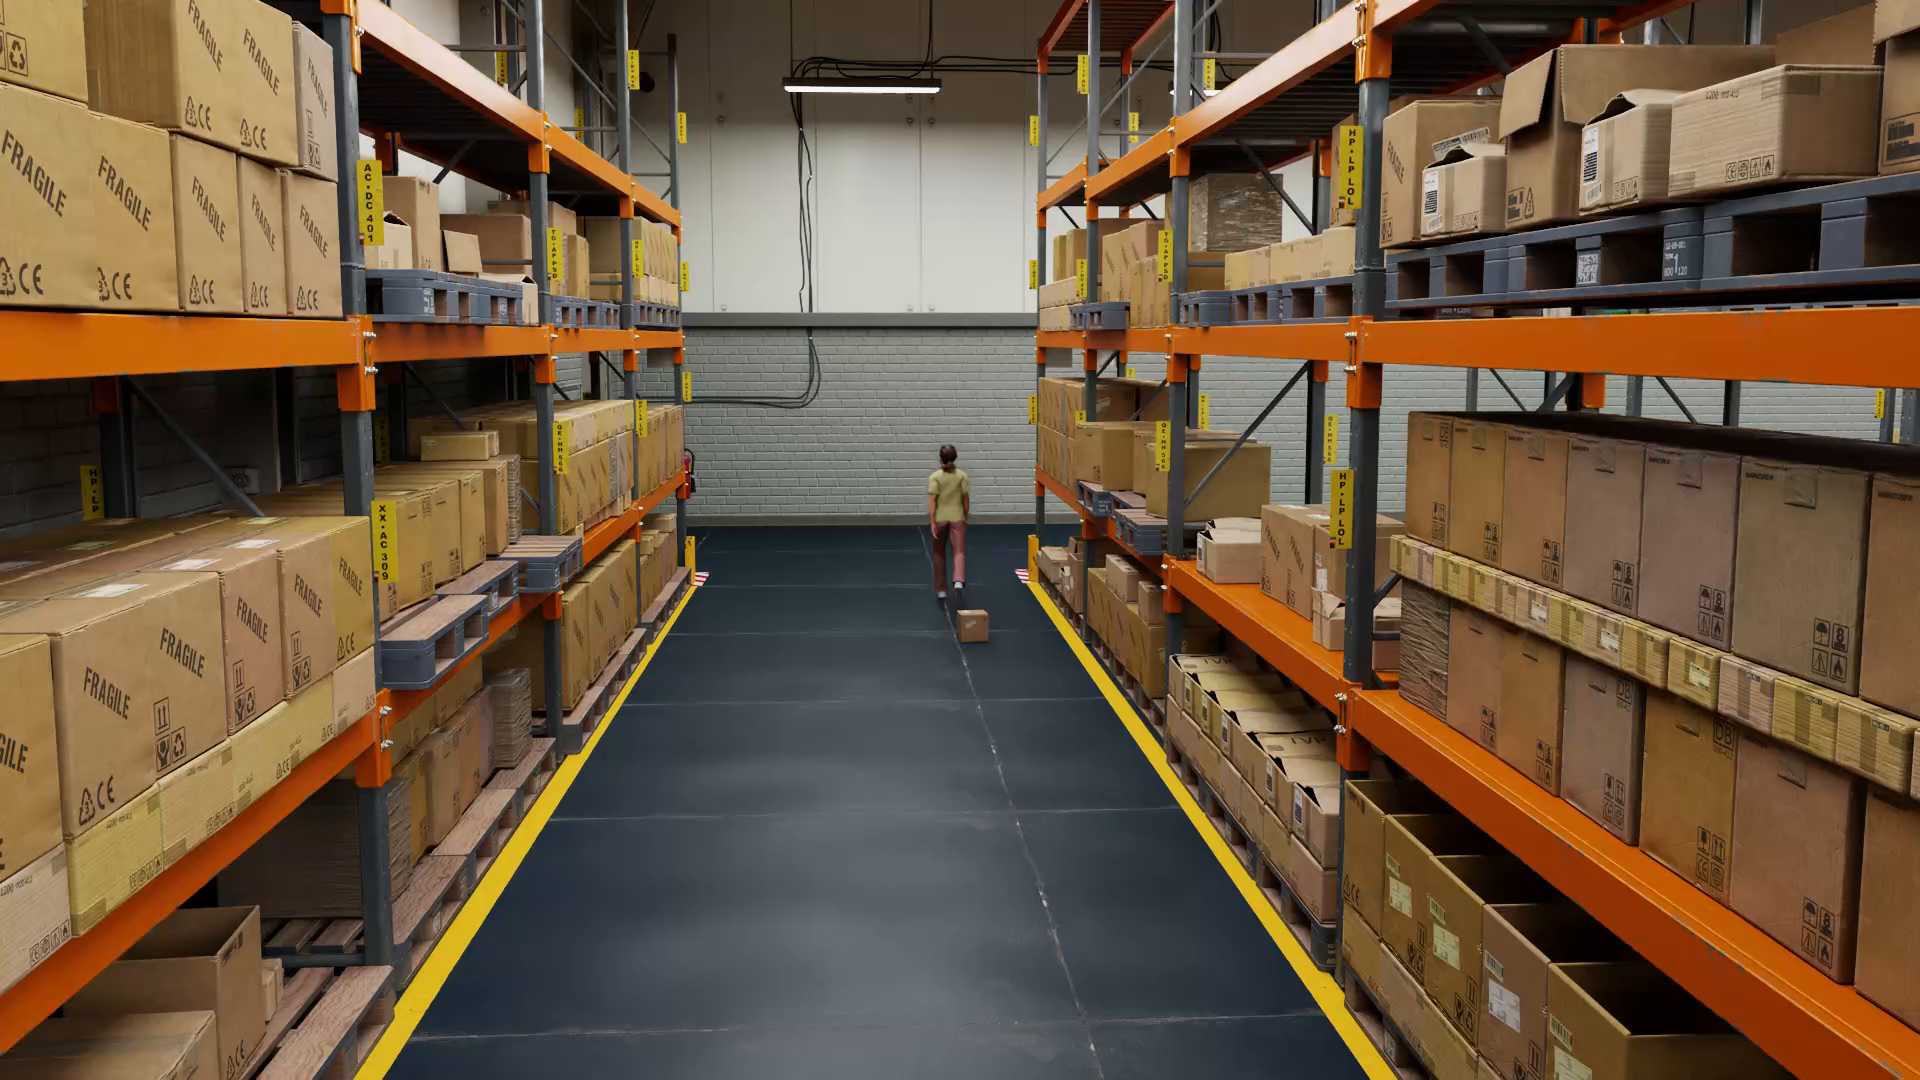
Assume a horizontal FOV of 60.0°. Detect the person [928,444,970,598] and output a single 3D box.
[{"bbox_3d":[-0.115,-0.179,17.193,0.441,1.626,0.968,-1,7,-4],"label":"person"}]
